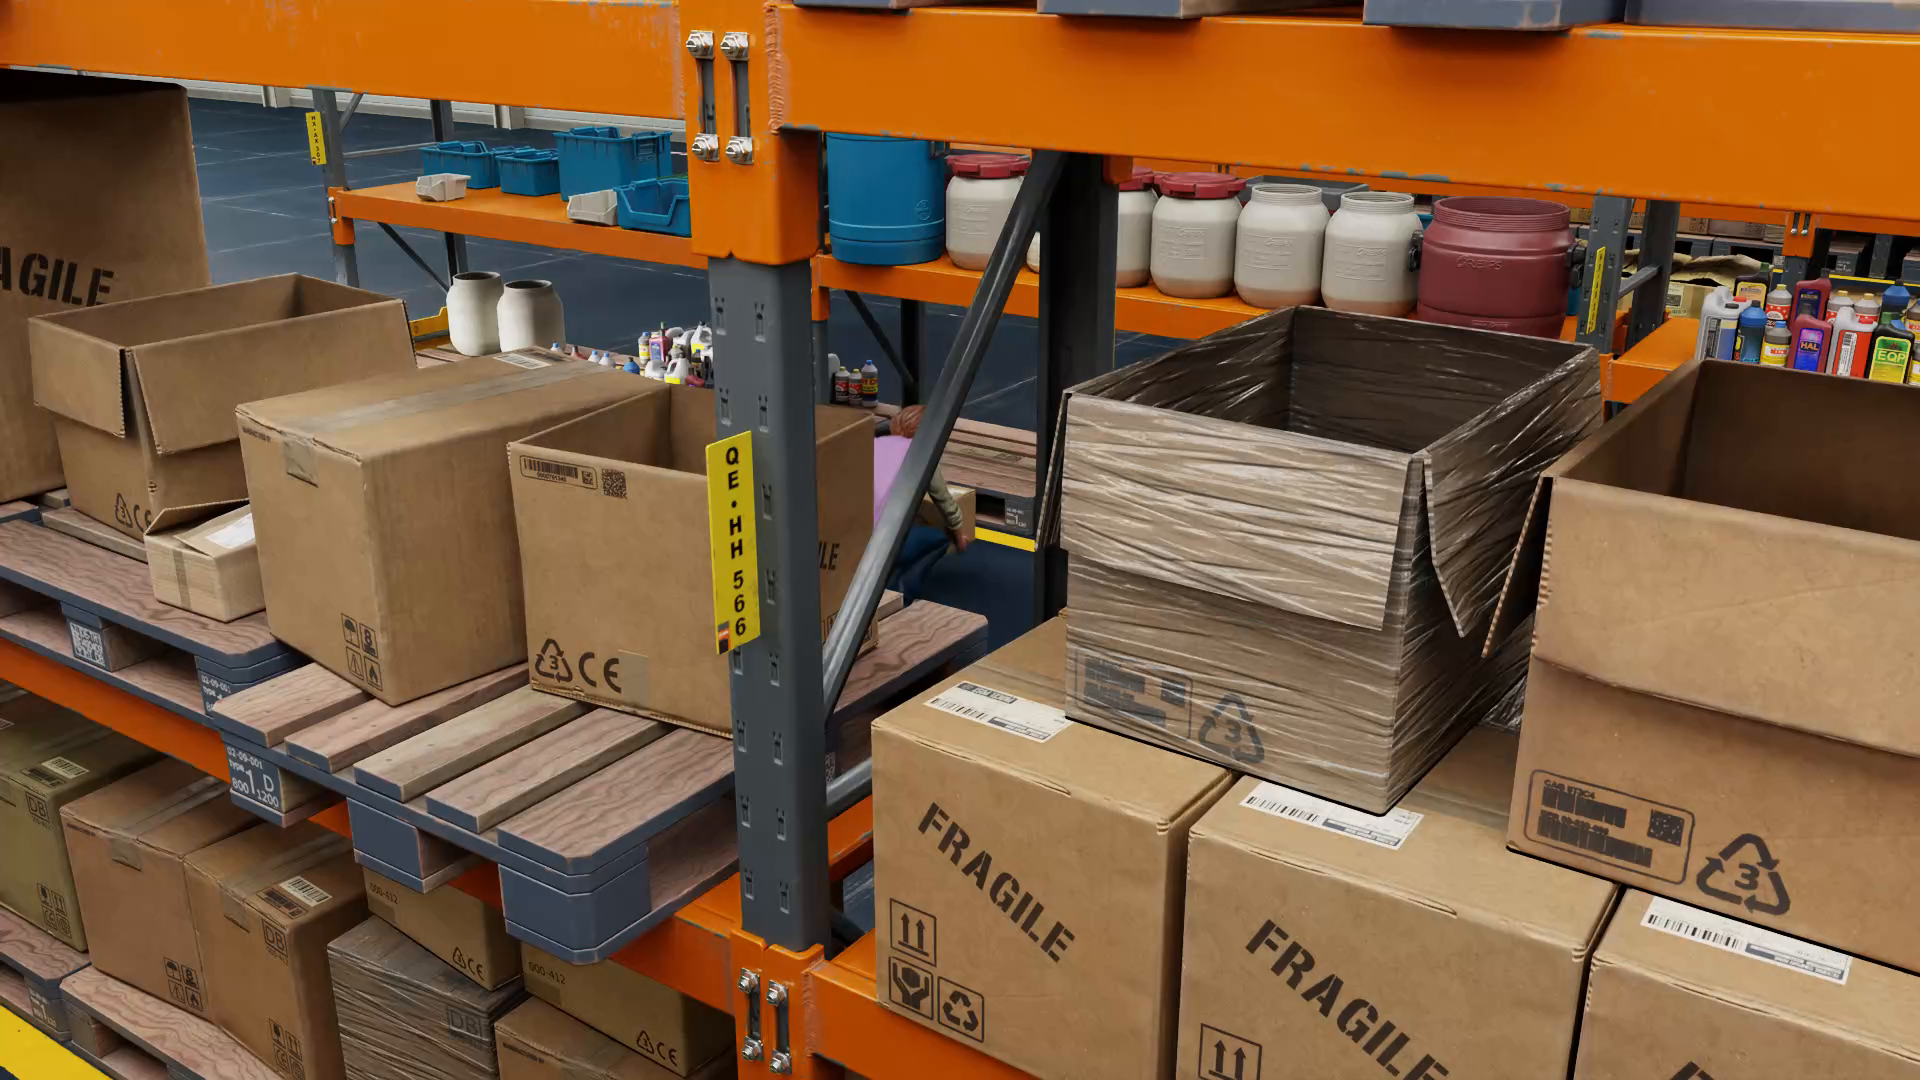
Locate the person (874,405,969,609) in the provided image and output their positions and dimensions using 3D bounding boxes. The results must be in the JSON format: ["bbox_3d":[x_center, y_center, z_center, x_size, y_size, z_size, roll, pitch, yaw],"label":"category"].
[{"bbox_3d":[-0.295,-0.112,7.455,0.467,0.876,0.807,13,24,32],"label":"person"}]
